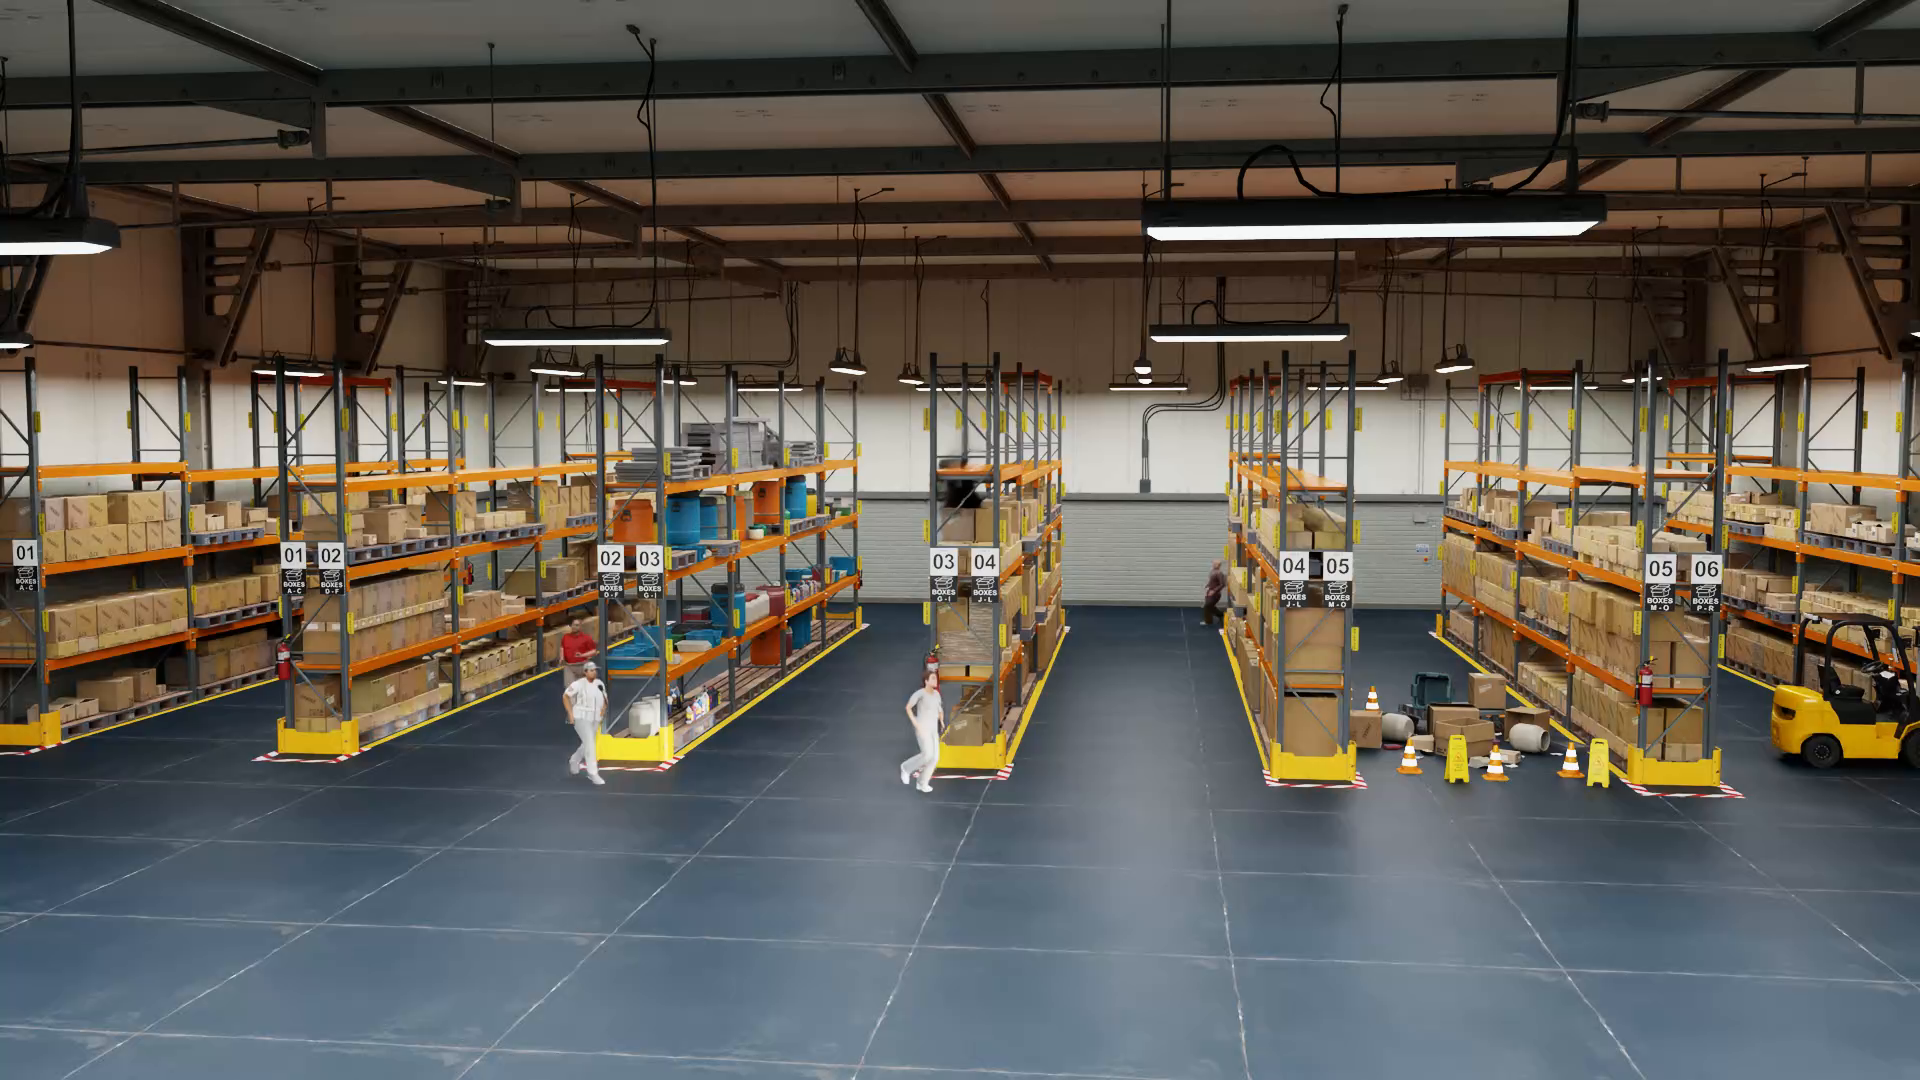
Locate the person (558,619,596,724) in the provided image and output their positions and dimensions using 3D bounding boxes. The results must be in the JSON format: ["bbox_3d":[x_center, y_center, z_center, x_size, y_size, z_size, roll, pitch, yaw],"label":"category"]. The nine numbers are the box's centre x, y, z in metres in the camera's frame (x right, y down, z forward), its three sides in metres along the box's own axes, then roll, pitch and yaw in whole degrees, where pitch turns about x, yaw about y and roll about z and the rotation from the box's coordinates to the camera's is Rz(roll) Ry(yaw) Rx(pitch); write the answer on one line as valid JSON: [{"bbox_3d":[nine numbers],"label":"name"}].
[{"bbox_3d":[-6.418,2.170,27.847,0.673,1.699,0.923,0,4,3],"label":"person"}]

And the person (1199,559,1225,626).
[{"bbox_3d":[6.236,1.291,40.571,0.674,1.678,0.857,0,4,-4],"label":"person"}]

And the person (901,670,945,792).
[{"bbox_3d":[-0.471,2.589,22.767,0.537,1.625,0.620,3,5,39],"label":"person"}]

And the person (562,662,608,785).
[{"bbox_3d":[-5.200,2.535,23.315,0.892,1.661,0.608,4,6,43],"label":"person"}]
